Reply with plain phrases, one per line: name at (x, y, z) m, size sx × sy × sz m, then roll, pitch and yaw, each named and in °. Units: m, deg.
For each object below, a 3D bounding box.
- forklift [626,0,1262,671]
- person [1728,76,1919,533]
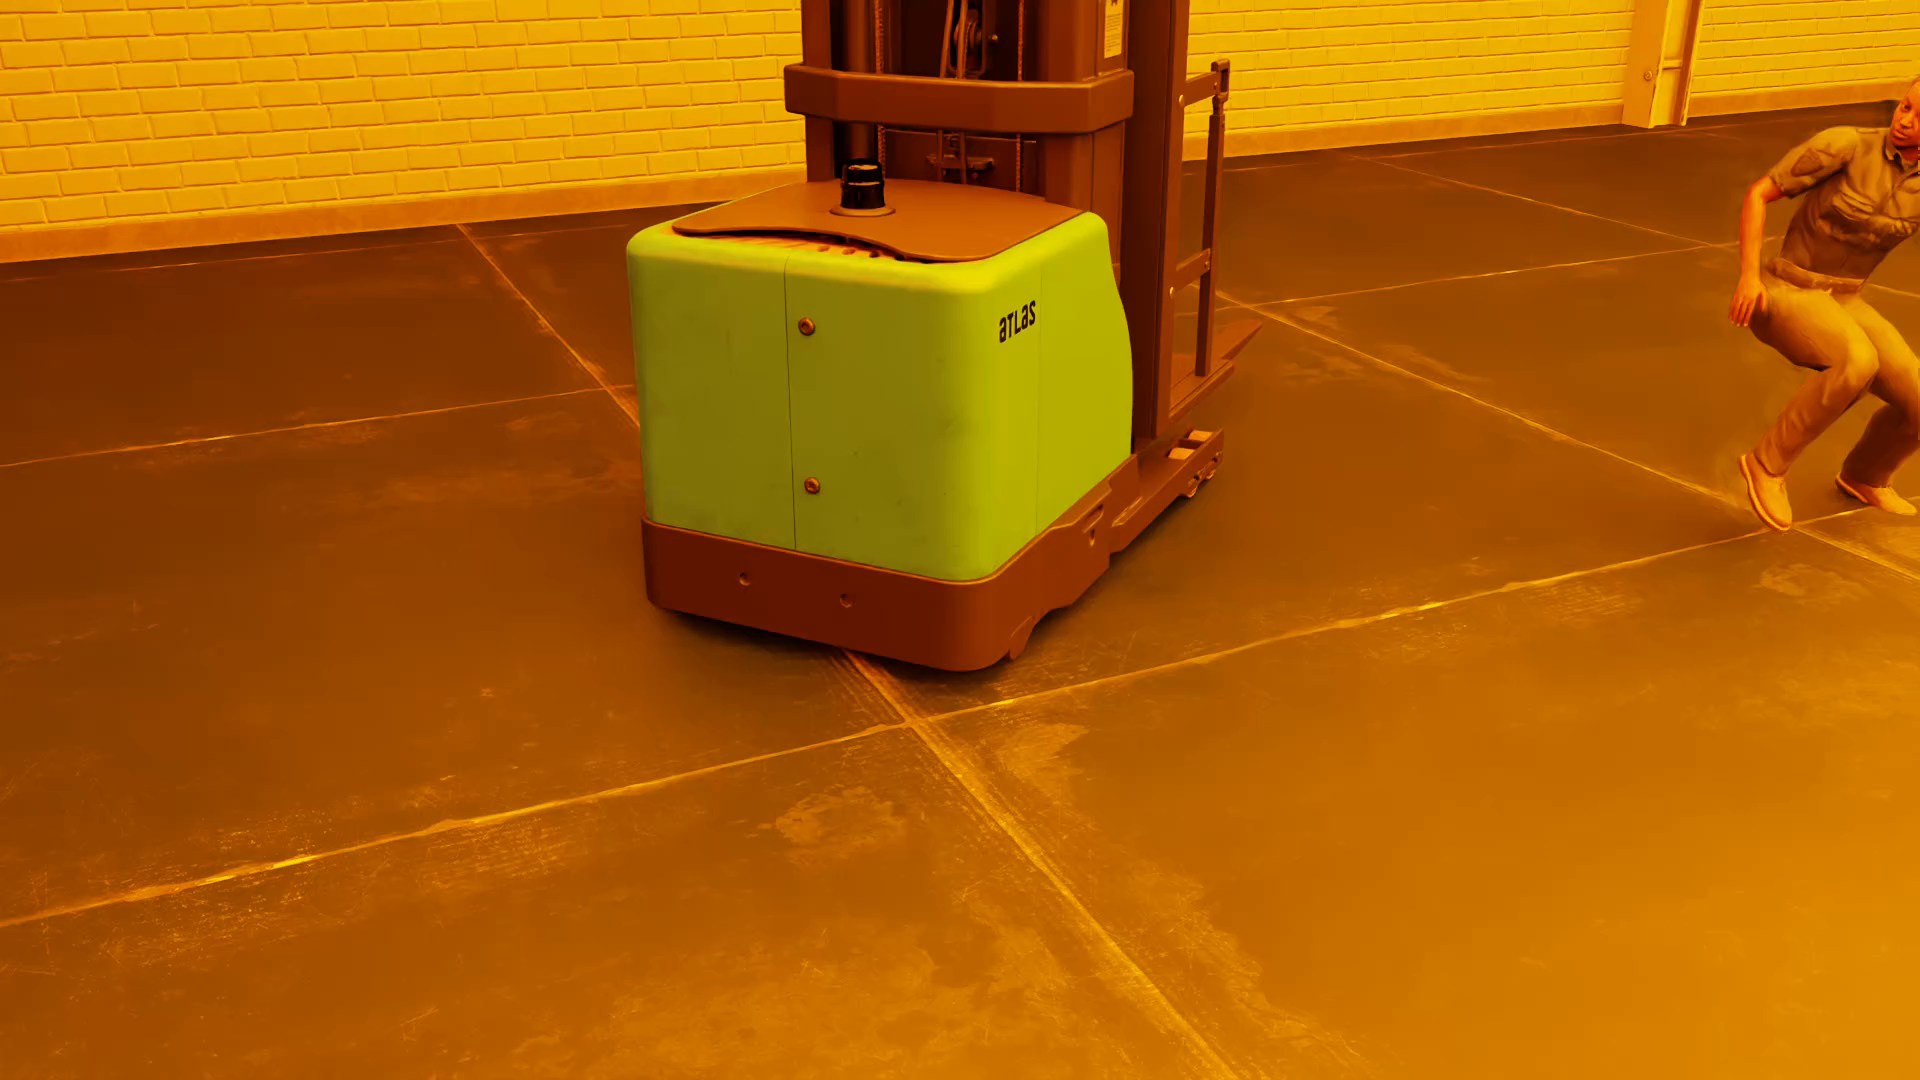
forklift at (0.240, -1.556, 5.032) m, size 1.130 × 2.935 × 3.031 m, roll 11°, pitch 25°, yaw 24°
person at (2.717, -0.695, 5.009) m, size 0.743 × 1.434 × 0.615 m, roll -6°, pitch 23°, yaw -15°
